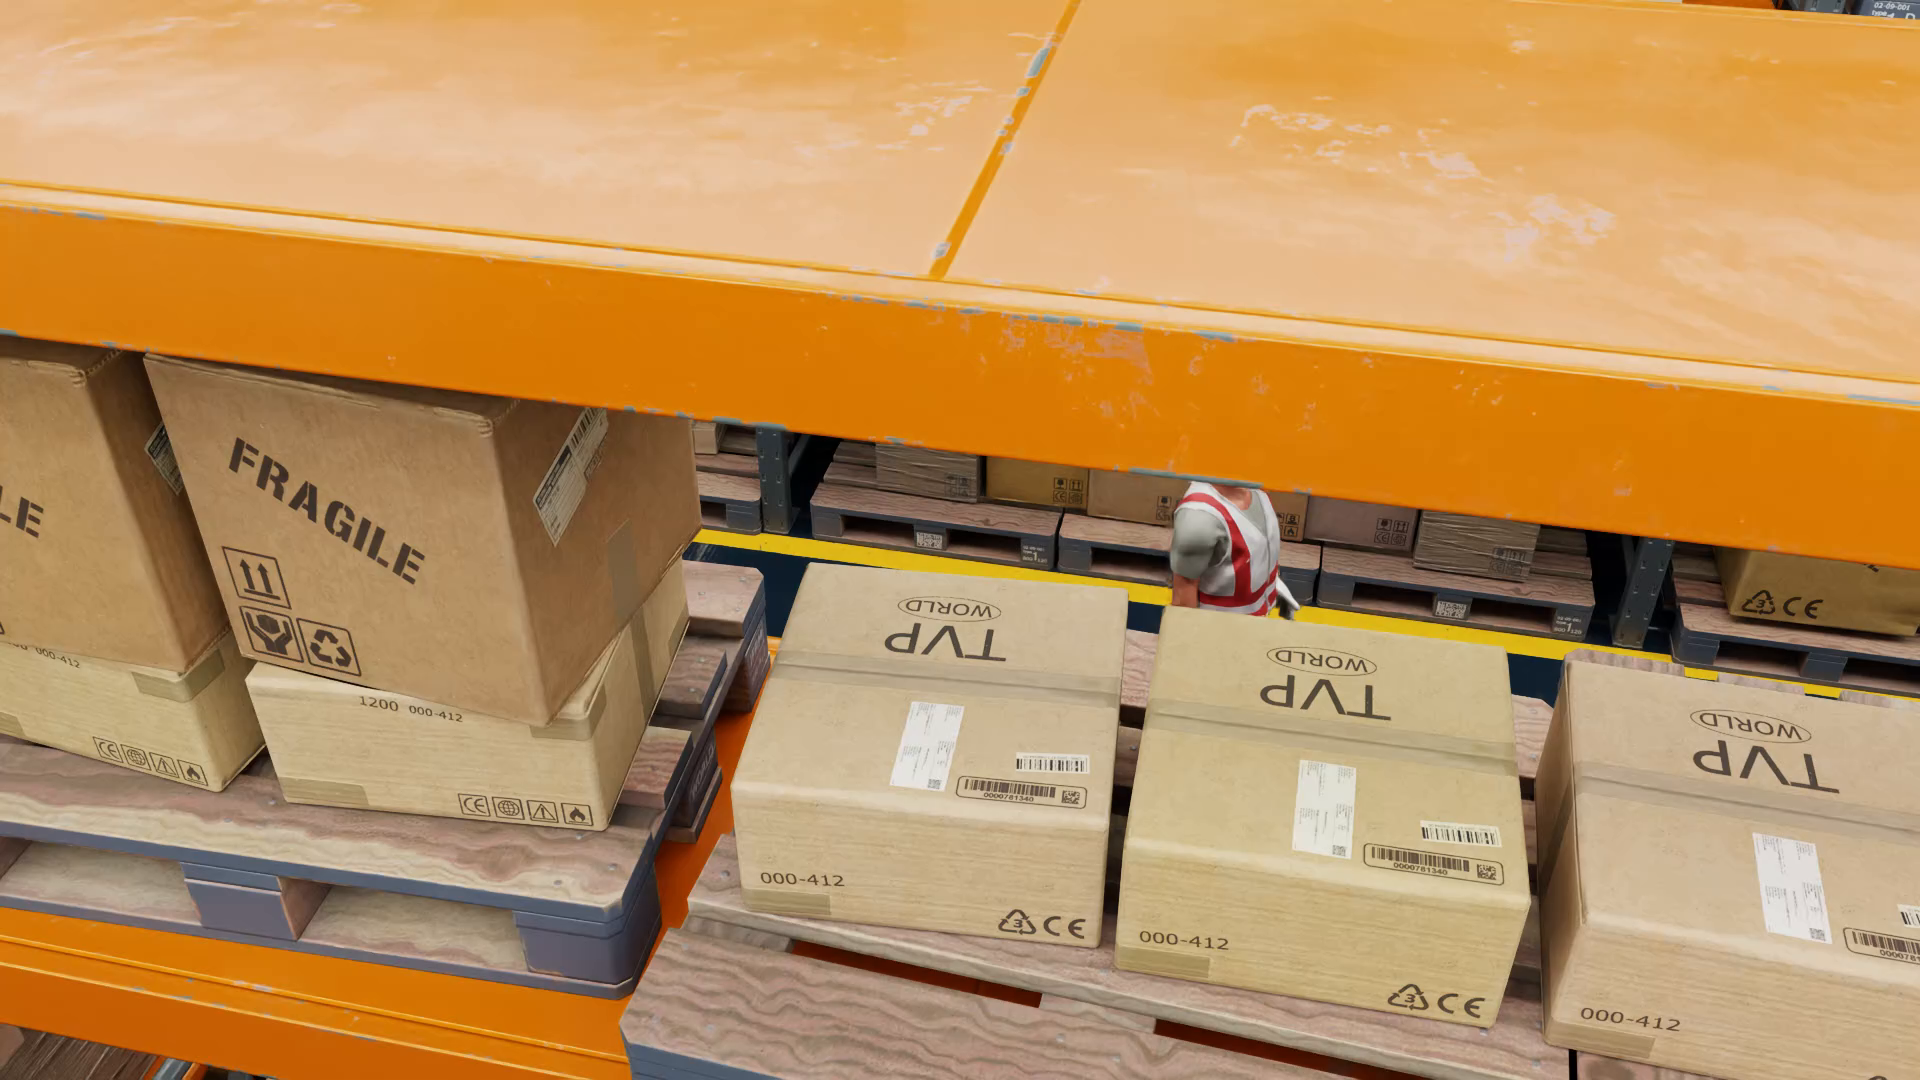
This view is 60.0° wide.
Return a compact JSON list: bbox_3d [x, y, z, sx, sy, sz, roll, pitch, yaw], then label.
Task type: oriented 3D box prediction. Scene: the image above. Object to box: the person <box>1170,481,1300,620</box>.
[{"bbox_3d":[1.045,0.279,6.239,0.889,1.763,0.546,18,40,23],"label":"person"}]
